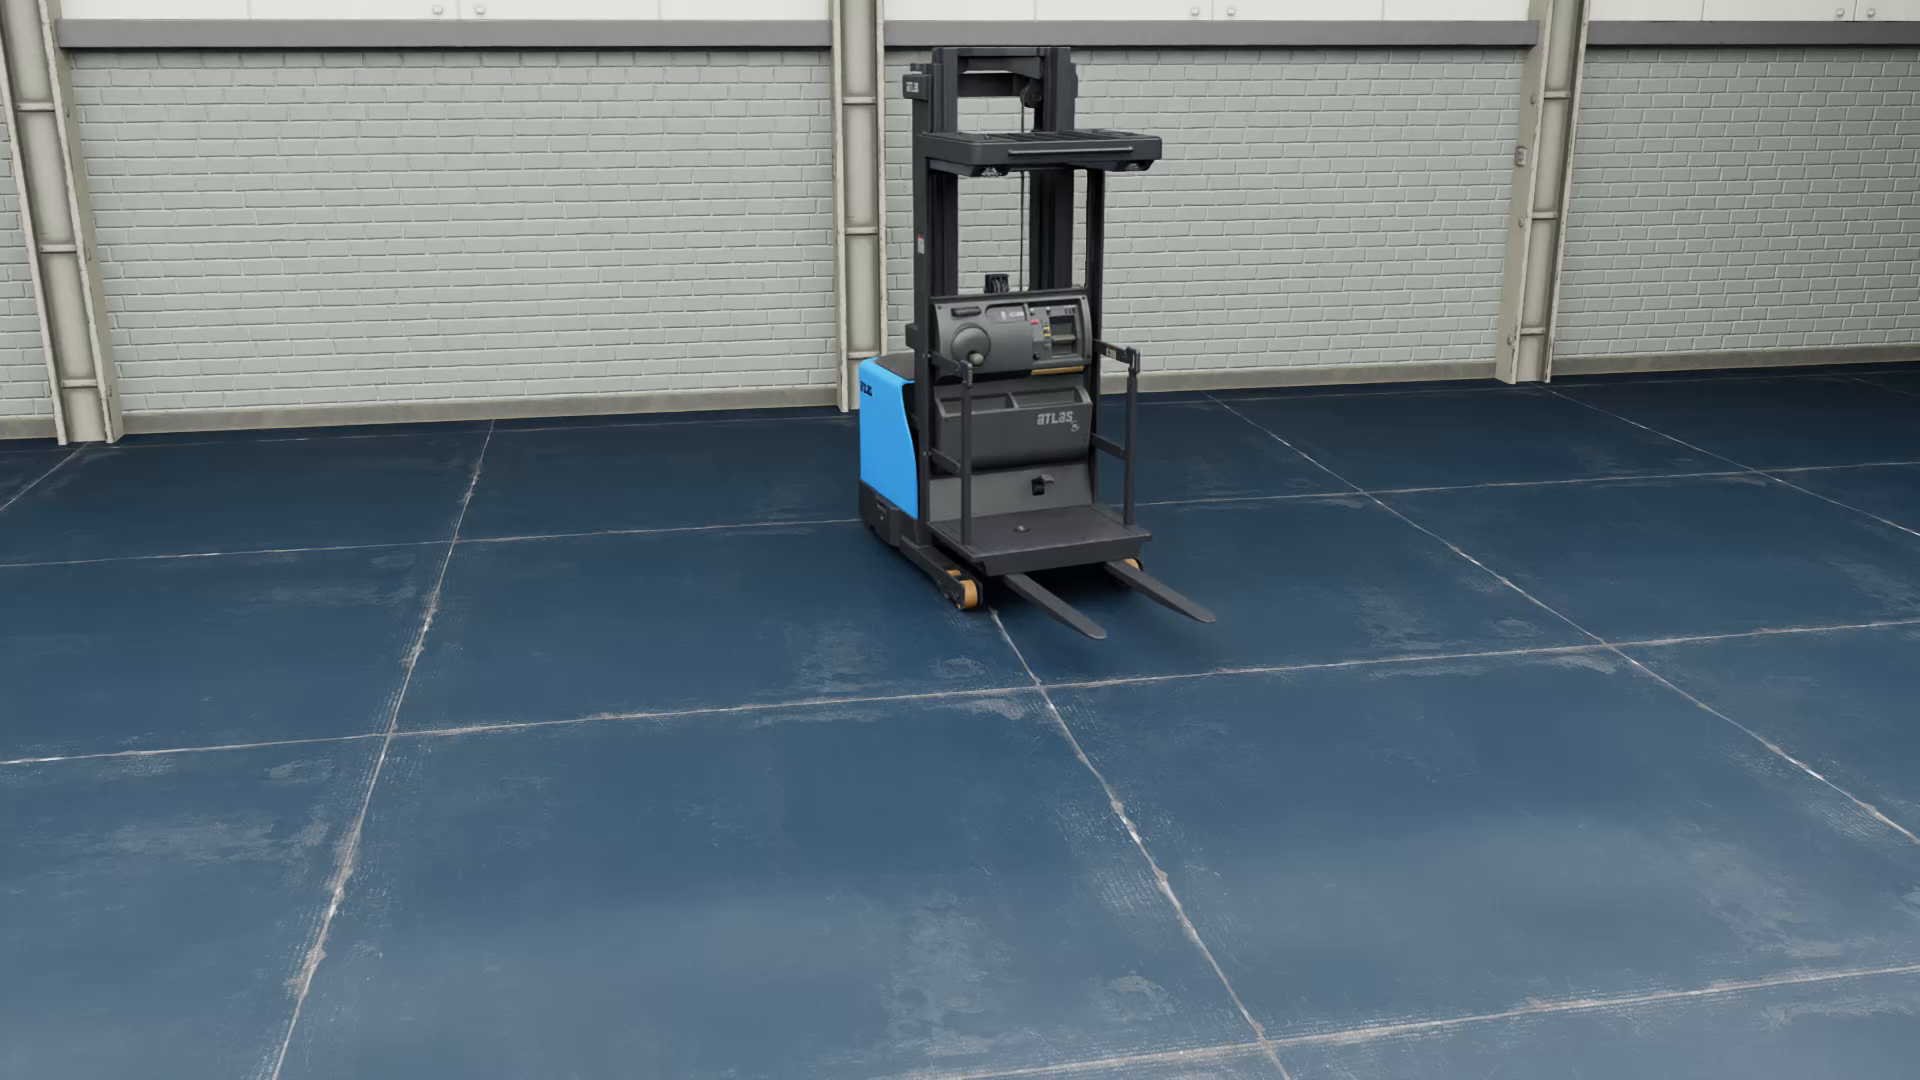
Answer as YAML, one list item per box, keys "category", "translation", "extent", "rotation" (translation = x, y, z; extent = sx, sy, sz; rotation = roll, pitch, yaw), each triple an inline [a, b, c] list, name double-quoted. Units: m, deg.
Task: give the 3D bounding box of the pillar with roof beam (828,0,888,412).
- category: "pillar with roof beam"
  translation: [0.002, -4.175, 8.578]
  extent: [0.400, 9.000, 9.100]
  rotation: [-3, 17, -10]

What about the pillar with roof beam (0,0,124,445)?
- category: "pillar with roof beam"
  translation: [-5.889, -3.841, 7.490]
  extent: [0.400, 9.000, 9.100]
  rotation: [-3, 17, -10]

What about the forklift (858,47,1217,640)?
- category: "forklift"
  translation: [0.387, -1.161, 9.098]
  extent: [1.130, 2.935, 3.031]
  rotation: [-7, 18, -21]

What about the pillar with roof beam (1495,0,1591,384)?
- category: "pillar with roof beam"
  translation: [5.893, -4.509, 9.666]
  extent: [0.400, 9.000, 9.100]
  rotation: [-3, 17, -10]
